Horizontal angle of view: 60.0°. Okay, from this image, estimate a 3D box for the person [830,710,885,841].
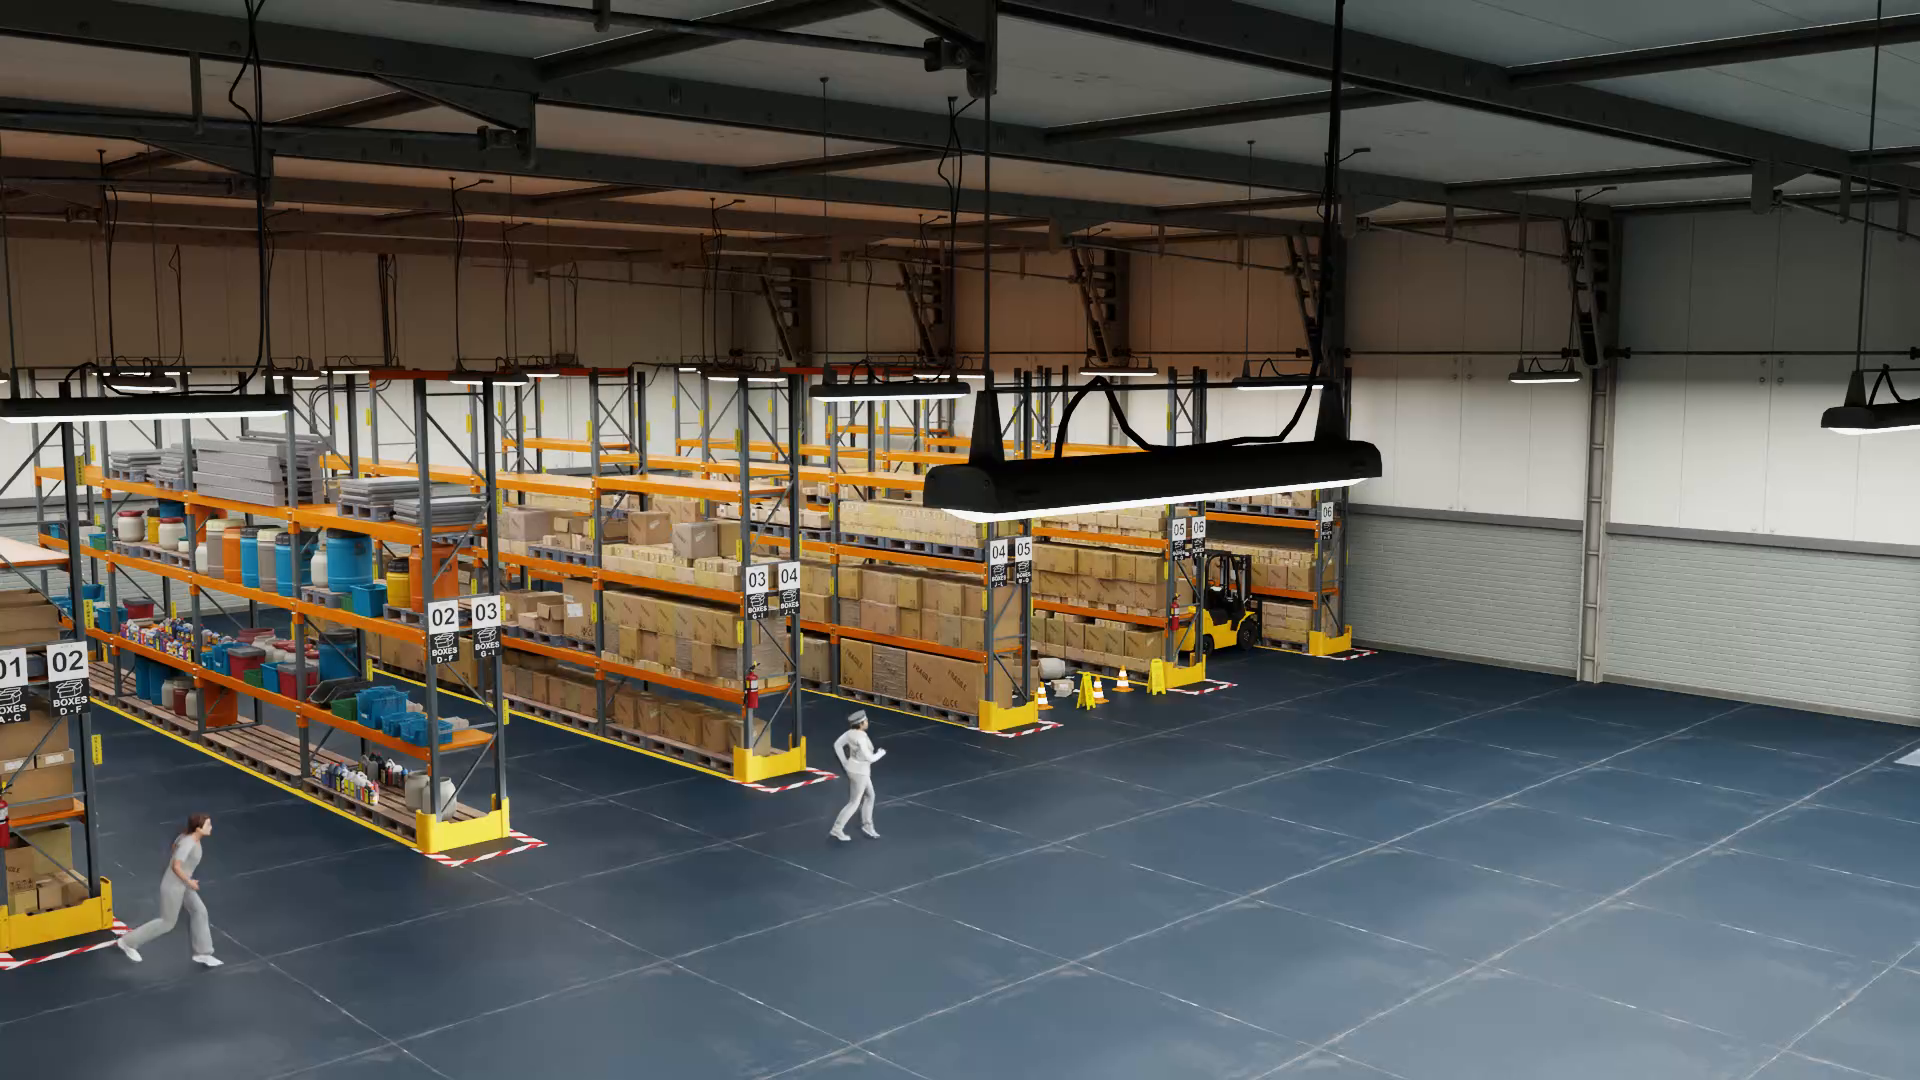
[{"bbox_3d":[-1.333,3.069,21.502,0.767,1.754,0.626,-2,7,-20],"label":"person"}]

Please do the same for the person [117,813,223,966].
[{"bbox_3d":[-8.151,3.630,17.111,0.983,1.633,0.587,-3,7,-22],"label":"person"}]
